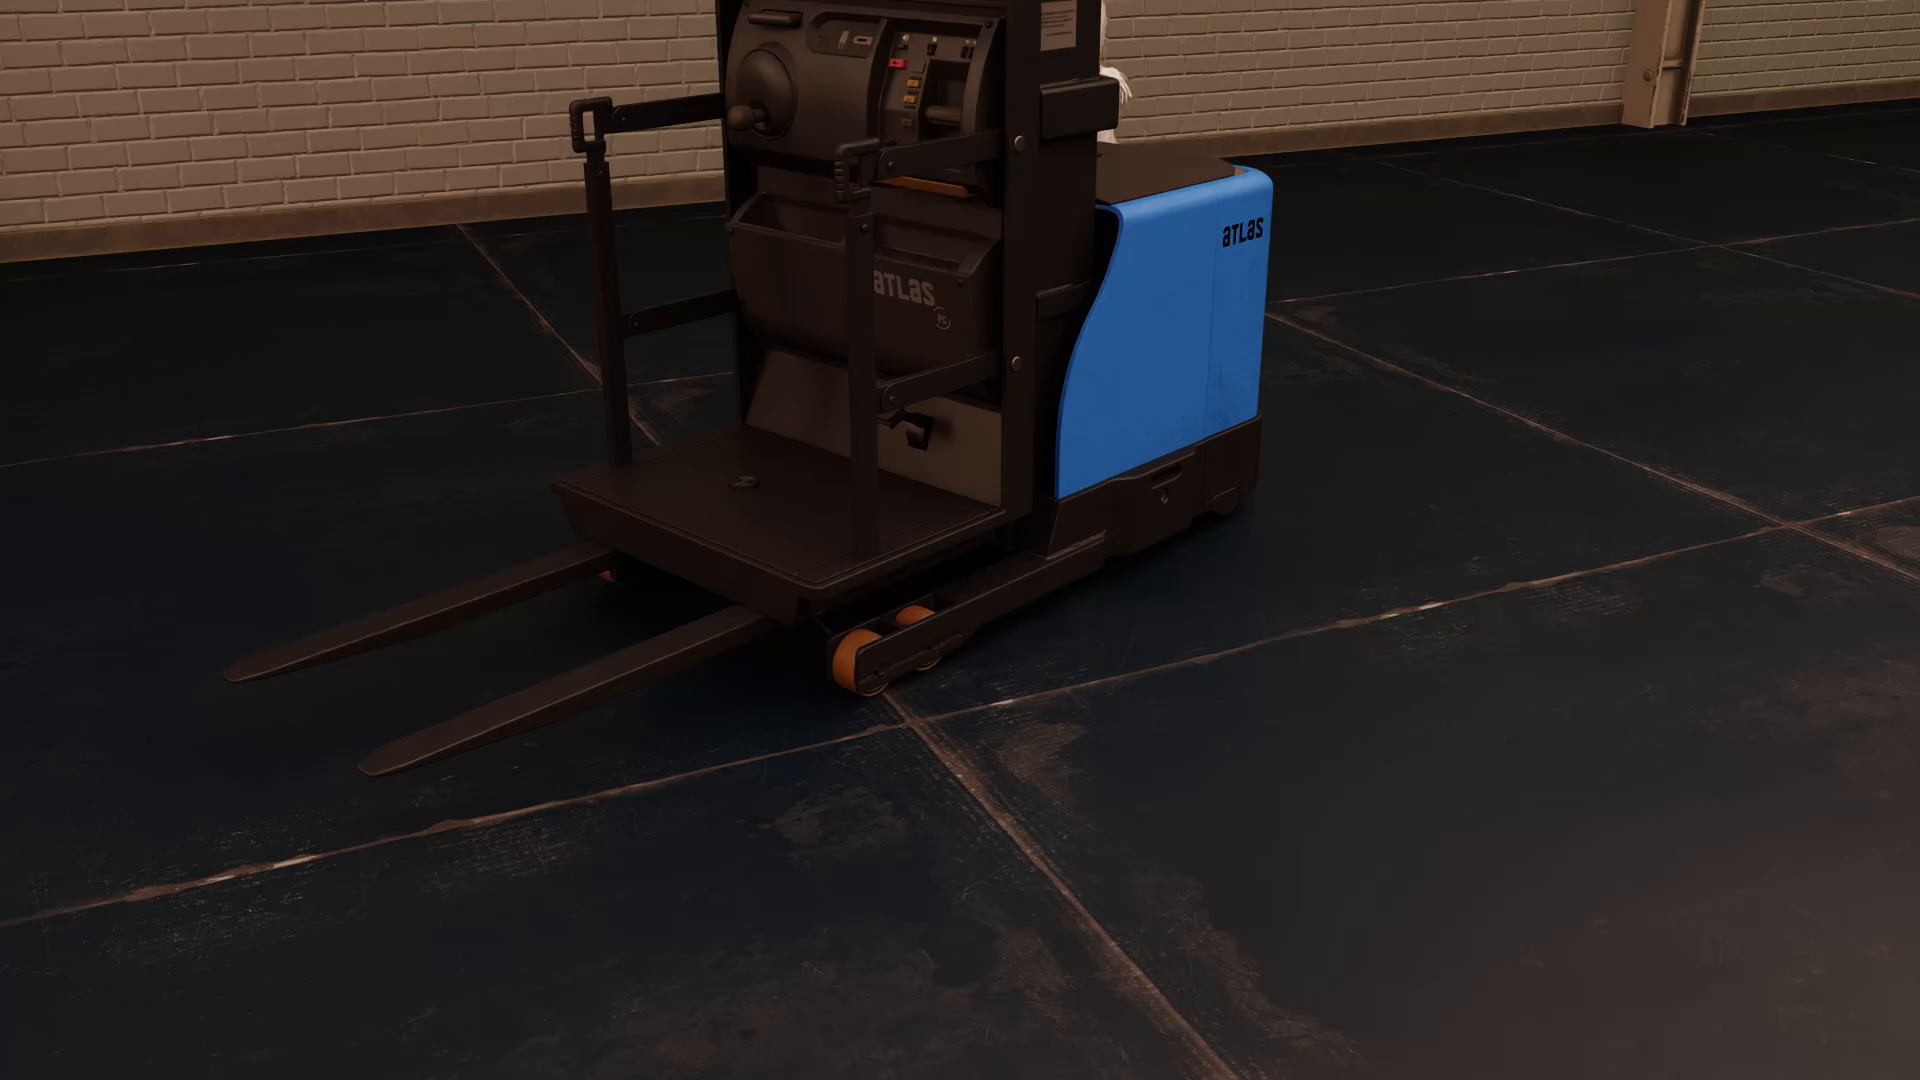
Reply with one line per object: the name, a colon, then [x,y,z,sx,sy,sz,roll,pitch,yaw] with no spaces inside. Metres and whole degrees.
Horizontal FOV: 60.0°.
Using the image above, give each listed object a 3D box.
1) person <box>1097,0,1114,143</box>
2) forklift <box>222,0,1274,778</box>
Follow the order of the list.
person: [0.613,-2.083,7.833,0.505,1.757,0.749,-1,23,-1]
forklift: [-0.413,-1.182,4.131,1.130,2.935,3.031,19,29,39]
